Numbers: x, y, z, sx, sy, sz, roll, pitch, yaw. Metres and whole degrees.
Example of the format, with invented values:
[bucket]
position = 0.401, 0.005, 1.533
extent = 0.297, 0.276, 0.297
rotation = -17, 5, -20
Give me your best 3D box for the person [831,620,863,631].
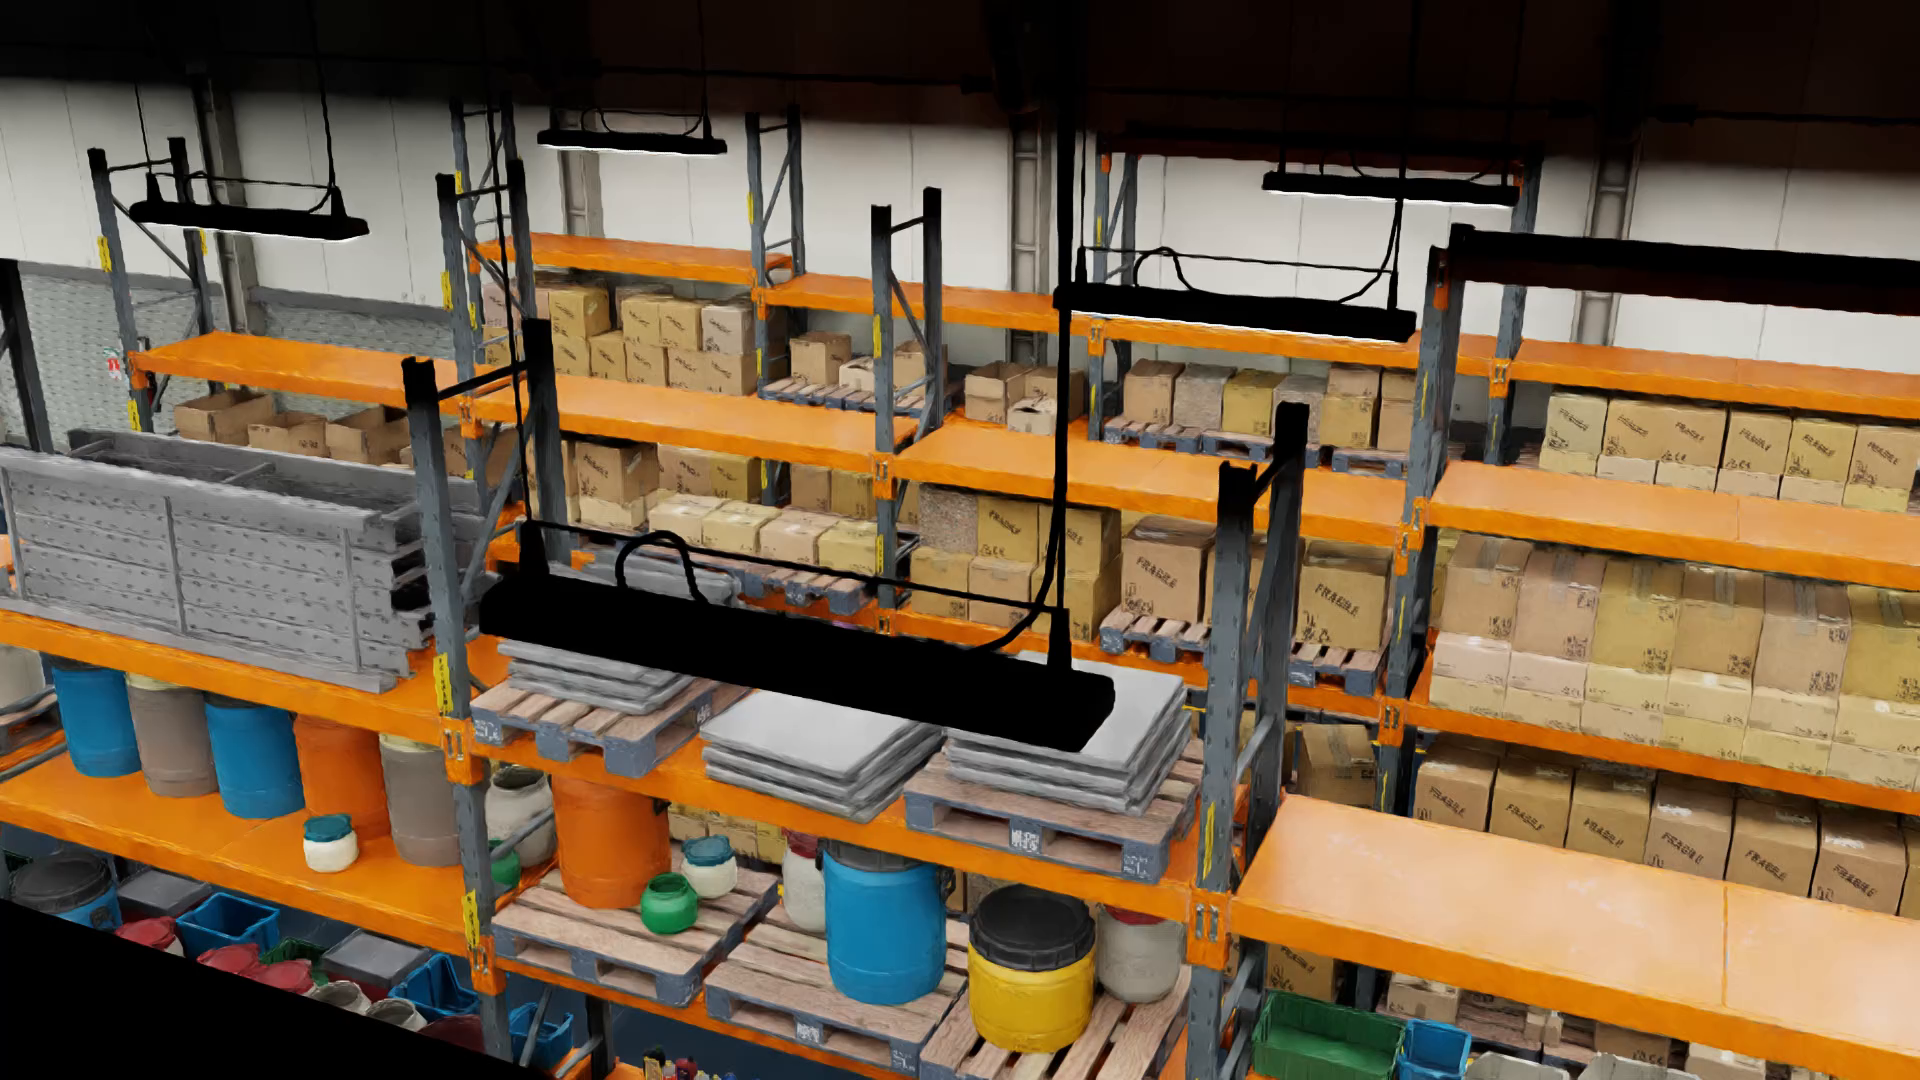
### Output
[person]
position = -1.129, 1.366, 17.042
extent = 0.519, 1.434, 0.566
rotation = 8, 22, 19
